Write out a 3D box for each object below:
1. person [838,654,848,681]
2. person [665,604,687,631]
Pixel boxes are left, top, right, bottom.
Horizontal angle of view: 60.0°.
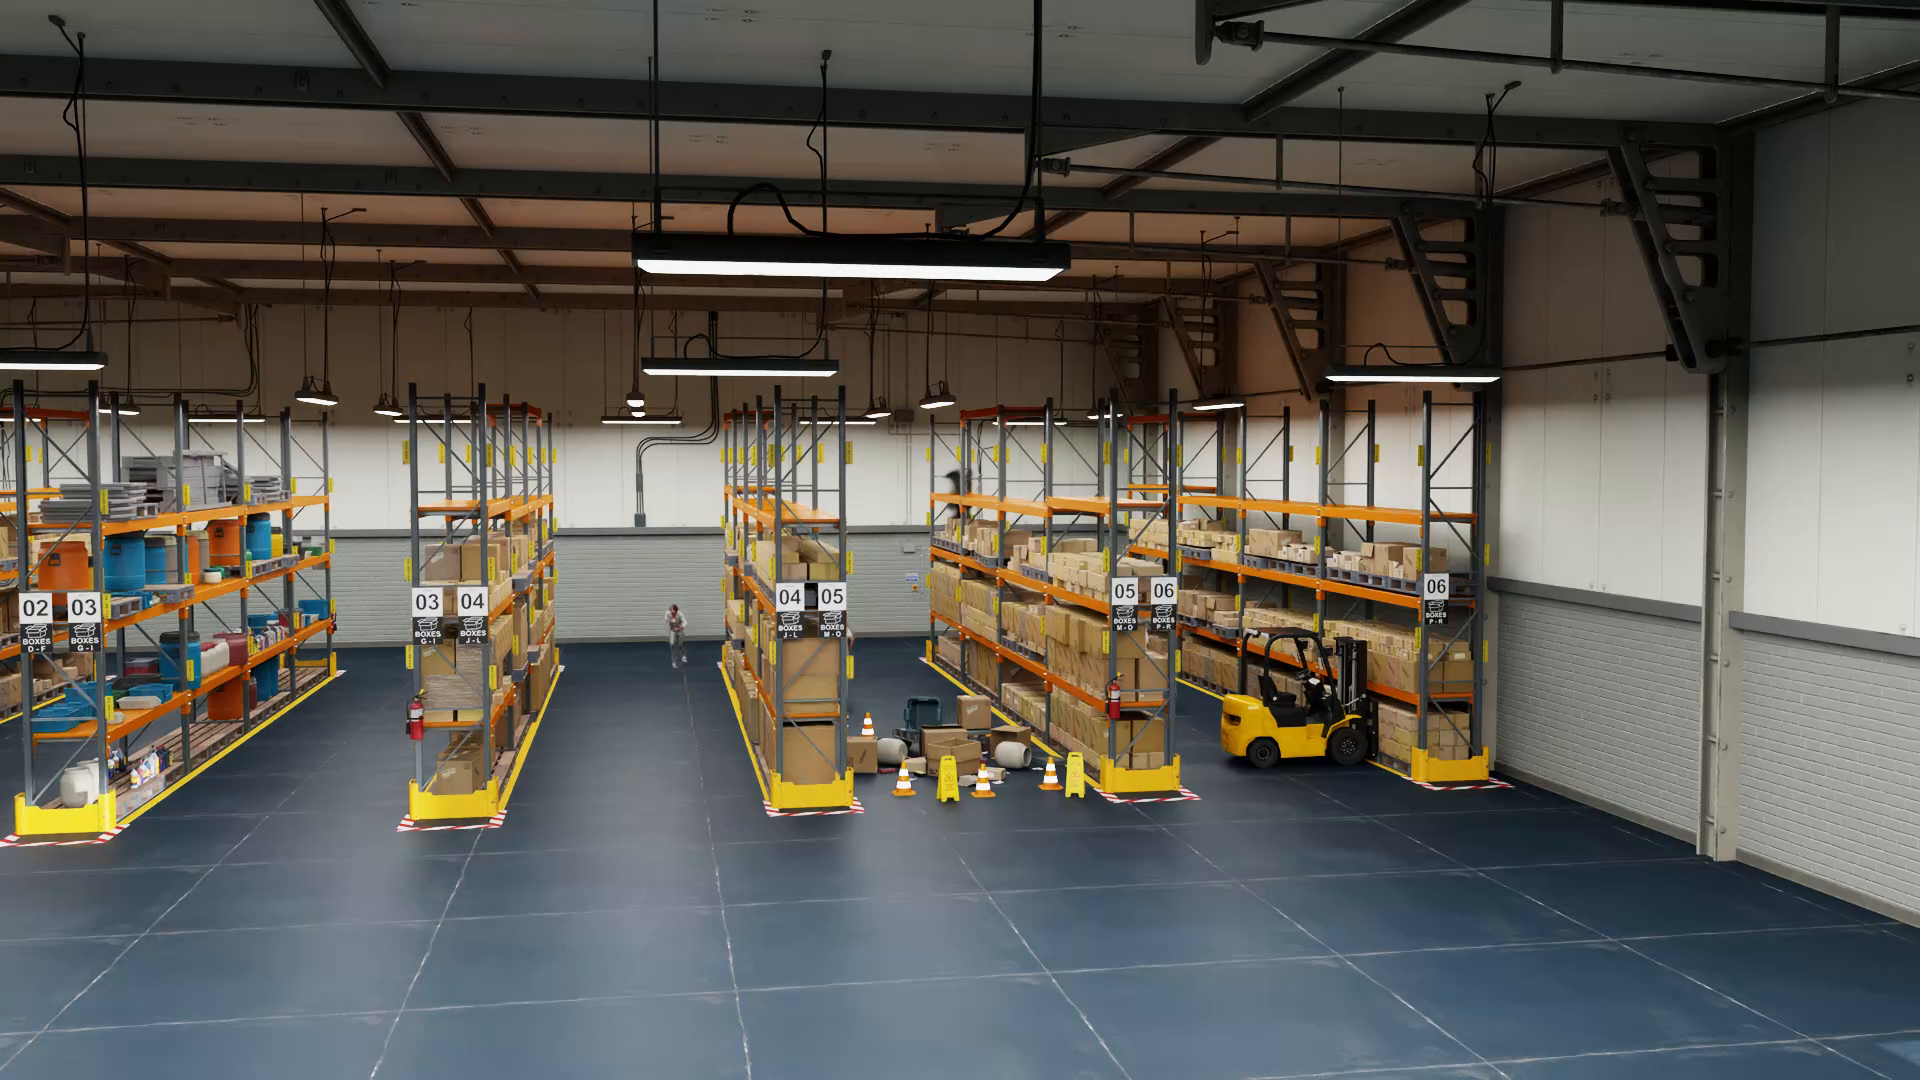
[{"bbox_3d":[-2.494,2.574,34.691,0.342,1.170,0.766,0,3,-8],"label":"person"},{"bbox_3d":[-6.744,1.856,39.336,0.581,0.712,0.544,1,3,11],"label":"person"}]
